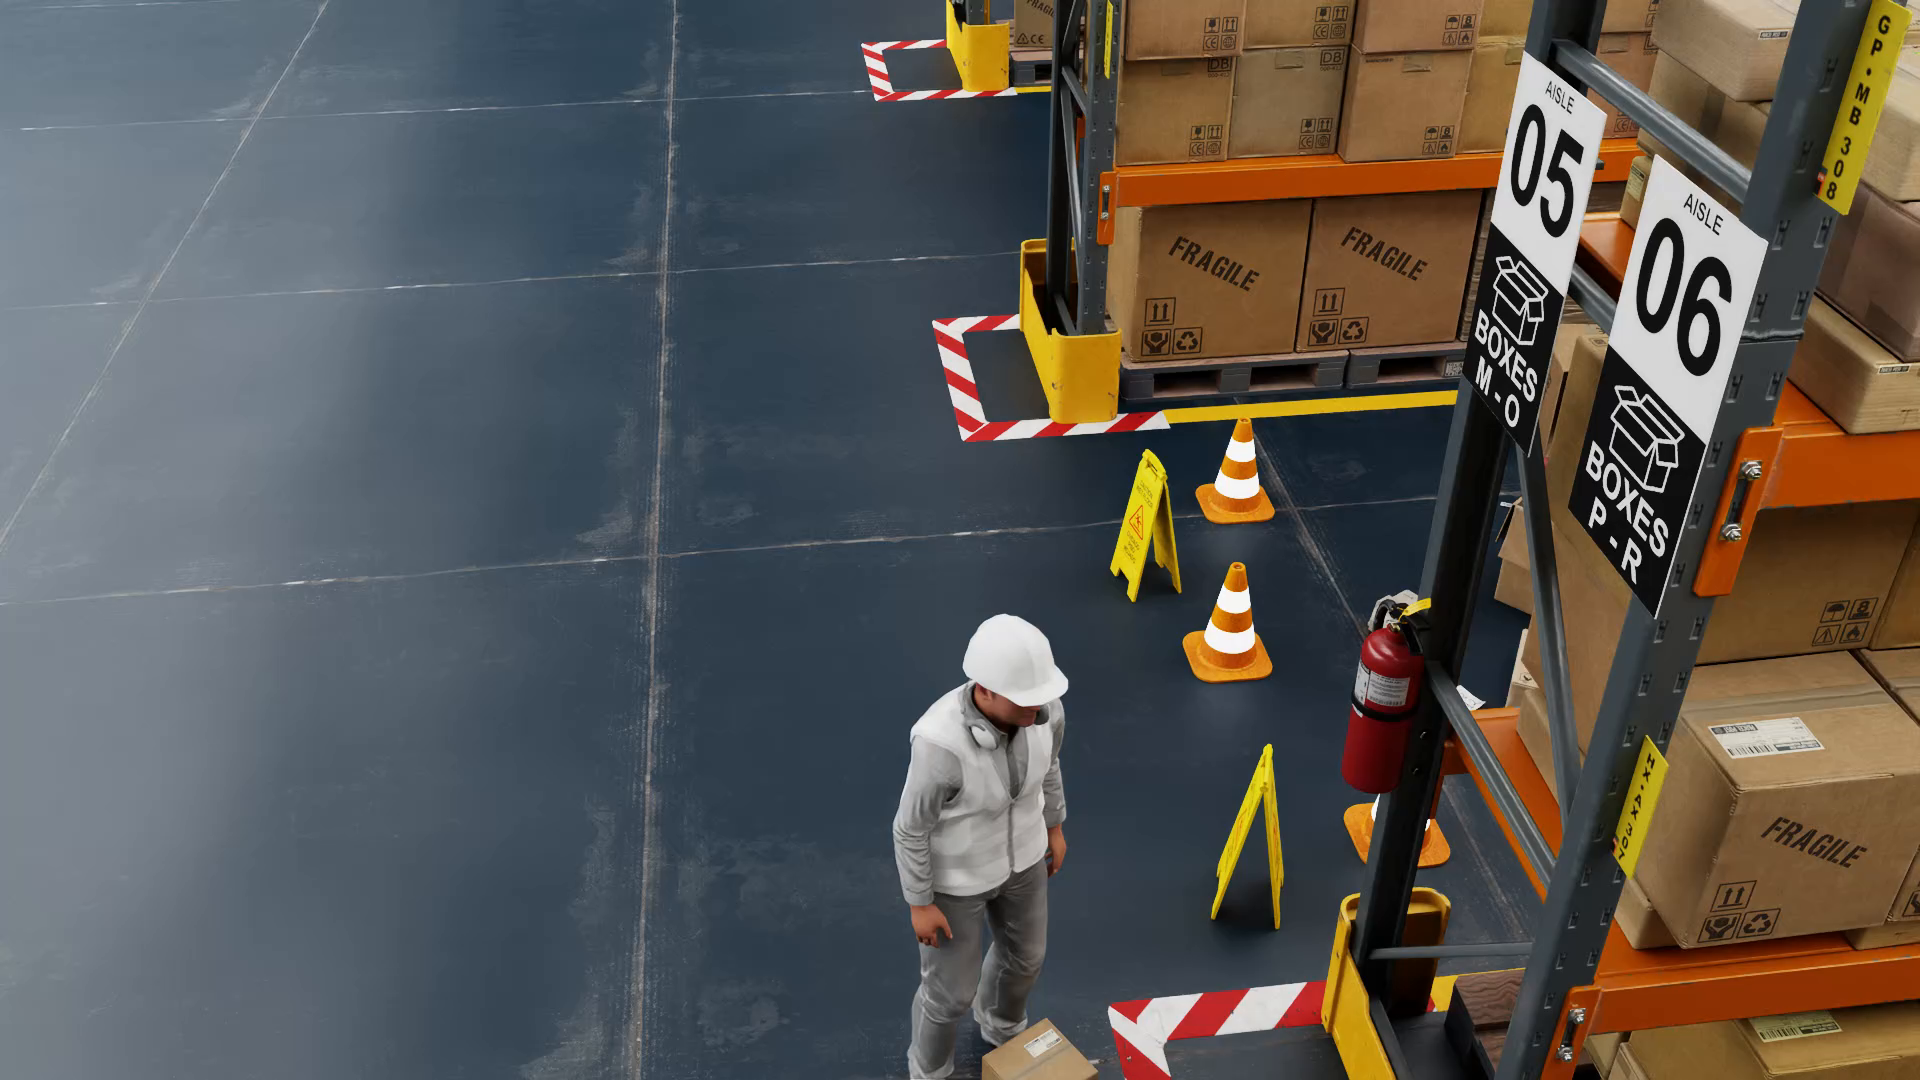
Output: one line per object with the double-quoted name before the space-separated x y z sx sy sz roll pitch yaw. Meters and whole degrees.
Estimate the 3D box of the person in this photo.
"person" 0.072 0.926 4.776 0.594 1.771 0.464 -24 41 -31
